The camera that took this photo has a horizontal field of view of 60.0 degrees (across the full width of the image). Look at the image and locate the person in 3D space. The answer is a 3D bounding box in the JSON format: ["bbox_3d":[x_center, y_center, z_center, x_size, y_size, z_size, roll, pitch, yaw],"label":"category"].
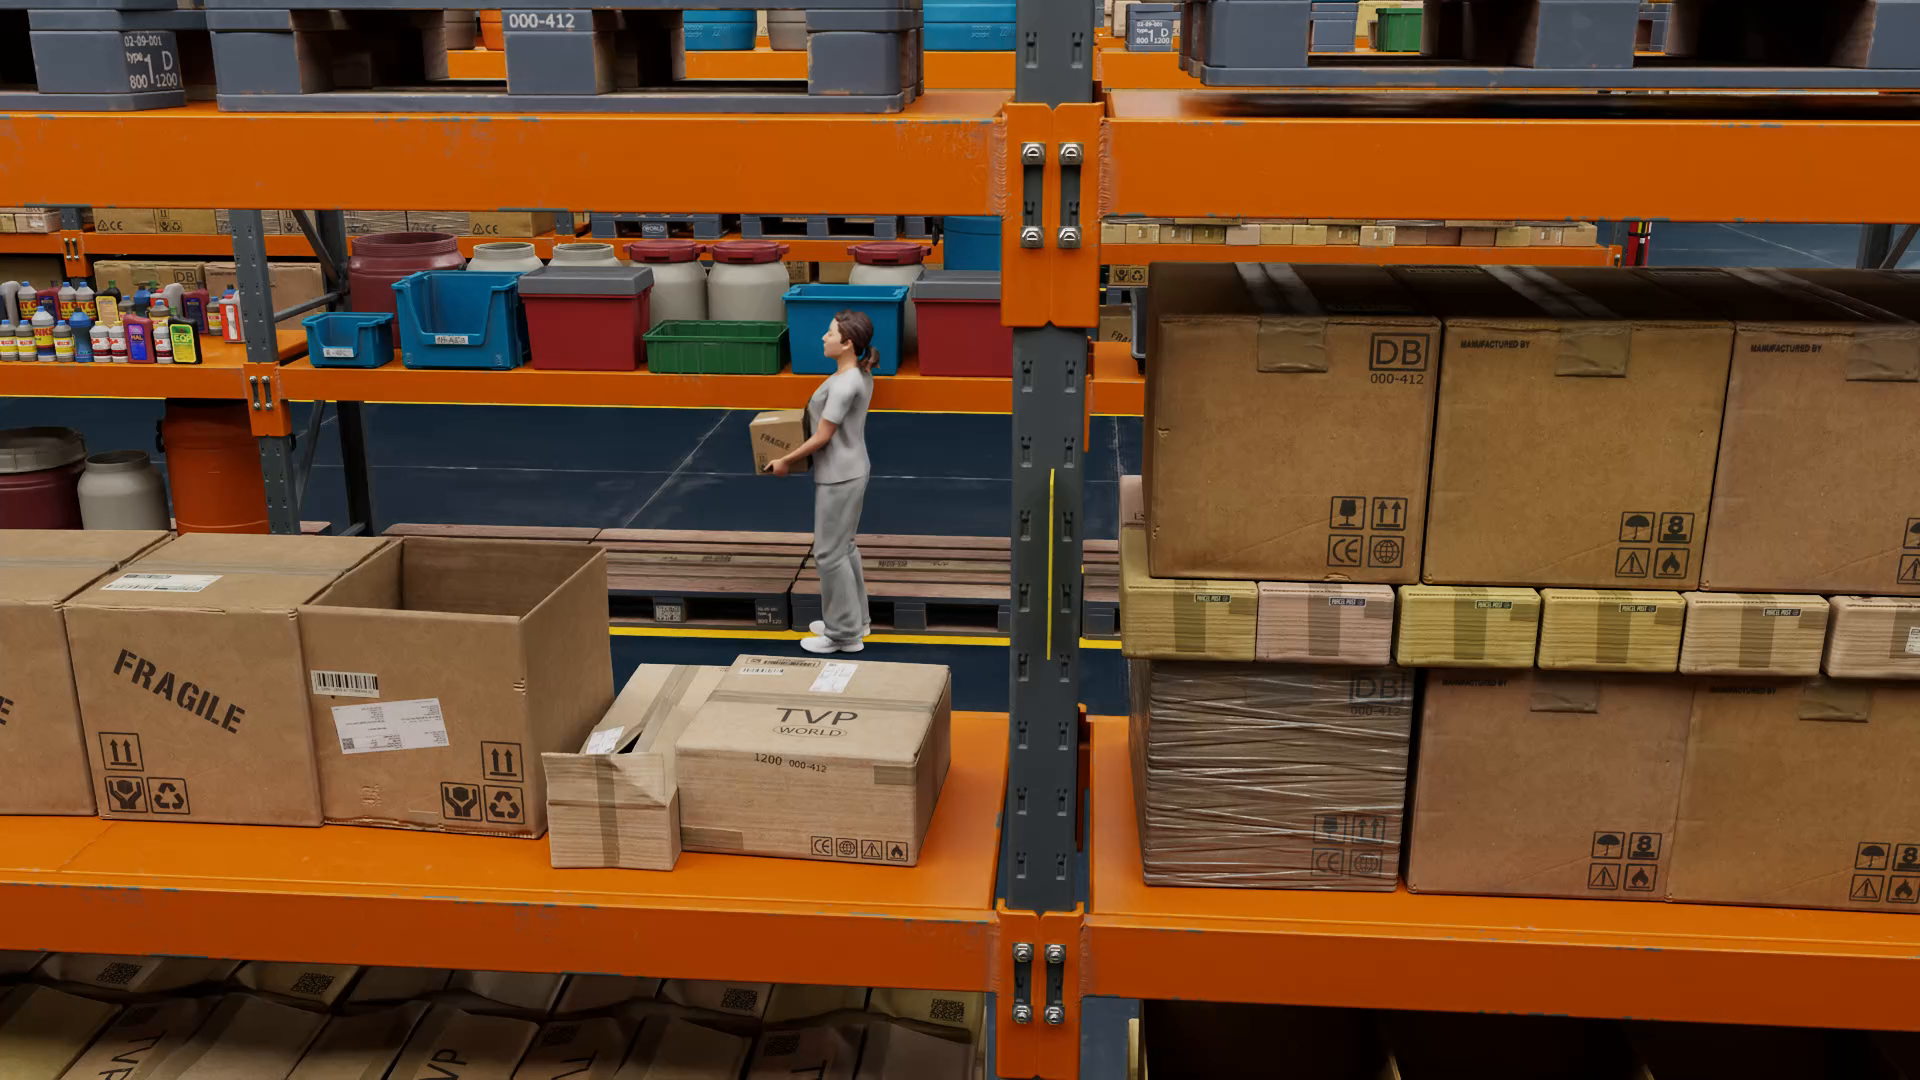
[{"bbox_3d":[-0.639,-0.283,7.965,0.553,1.662,0.438,1,18,4],"label":"person"}]
